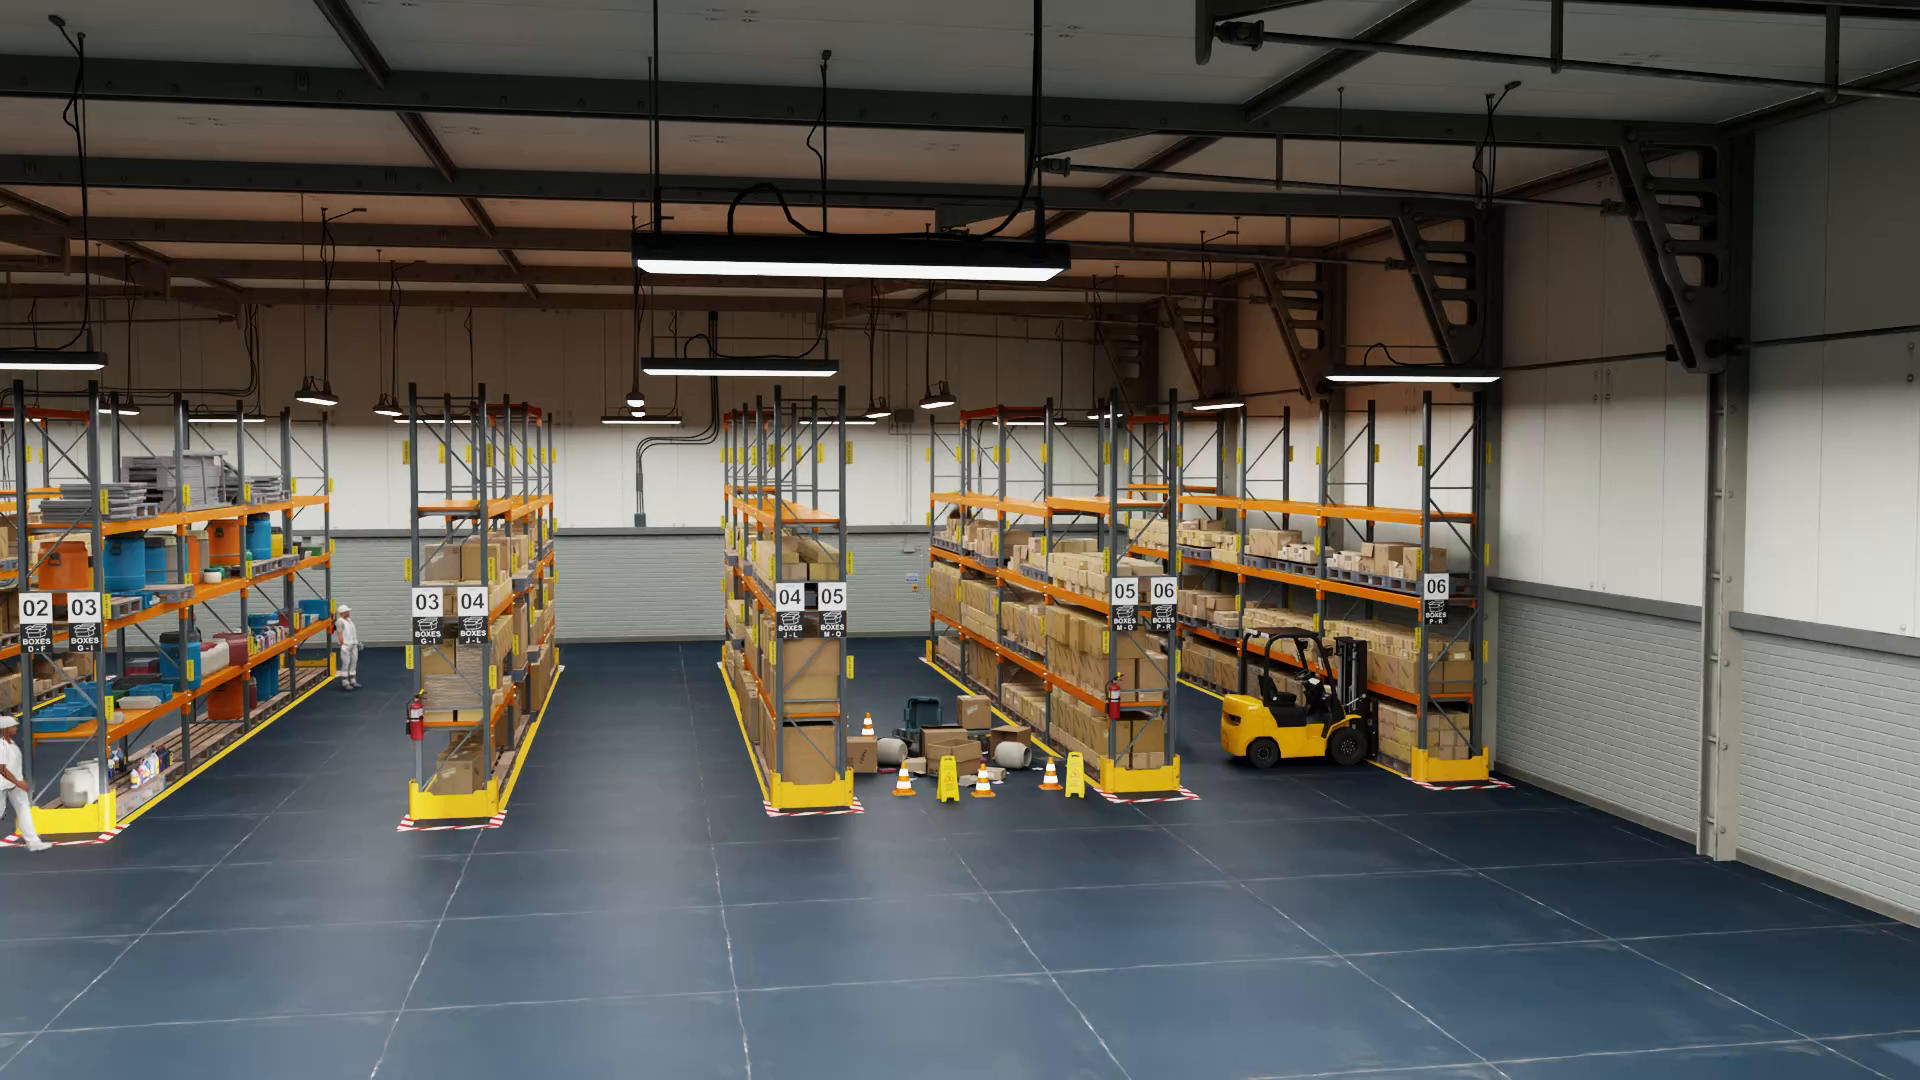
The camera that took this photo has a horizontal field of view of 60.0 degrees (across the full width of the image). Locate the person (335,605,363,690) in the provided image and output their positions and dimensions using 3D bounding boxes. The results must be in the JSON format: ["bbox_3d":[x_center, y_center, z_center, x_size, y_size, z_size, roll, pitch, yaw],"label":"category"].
[{"bbox_3d":[-13.173,2.298,35.909,0.516,1.797,0.601,1,3,23],"label":"person"}]

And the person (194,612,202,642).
[{"bbox_3d":[-16.194,2.350,35.135,0.416,1.722,0.596,-2,4,-38],"label":"person"}]

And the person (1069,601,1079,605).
[{"bbox_3d":[2.986,1.820,42.378,0.545,1.752,0.529,-1,3,-14],"label":"person"}]

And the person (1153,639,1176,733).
[{"bbox_3d":[3.652,2.625,29.885,0.480,1.680,0.439,0,3,-3],"label":"person"}]

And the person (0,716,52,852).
[{"bbox_3d":[-11.940,3.068,20.873,1.033,1.714,0.475,1,3,23],"label":"person"}]
